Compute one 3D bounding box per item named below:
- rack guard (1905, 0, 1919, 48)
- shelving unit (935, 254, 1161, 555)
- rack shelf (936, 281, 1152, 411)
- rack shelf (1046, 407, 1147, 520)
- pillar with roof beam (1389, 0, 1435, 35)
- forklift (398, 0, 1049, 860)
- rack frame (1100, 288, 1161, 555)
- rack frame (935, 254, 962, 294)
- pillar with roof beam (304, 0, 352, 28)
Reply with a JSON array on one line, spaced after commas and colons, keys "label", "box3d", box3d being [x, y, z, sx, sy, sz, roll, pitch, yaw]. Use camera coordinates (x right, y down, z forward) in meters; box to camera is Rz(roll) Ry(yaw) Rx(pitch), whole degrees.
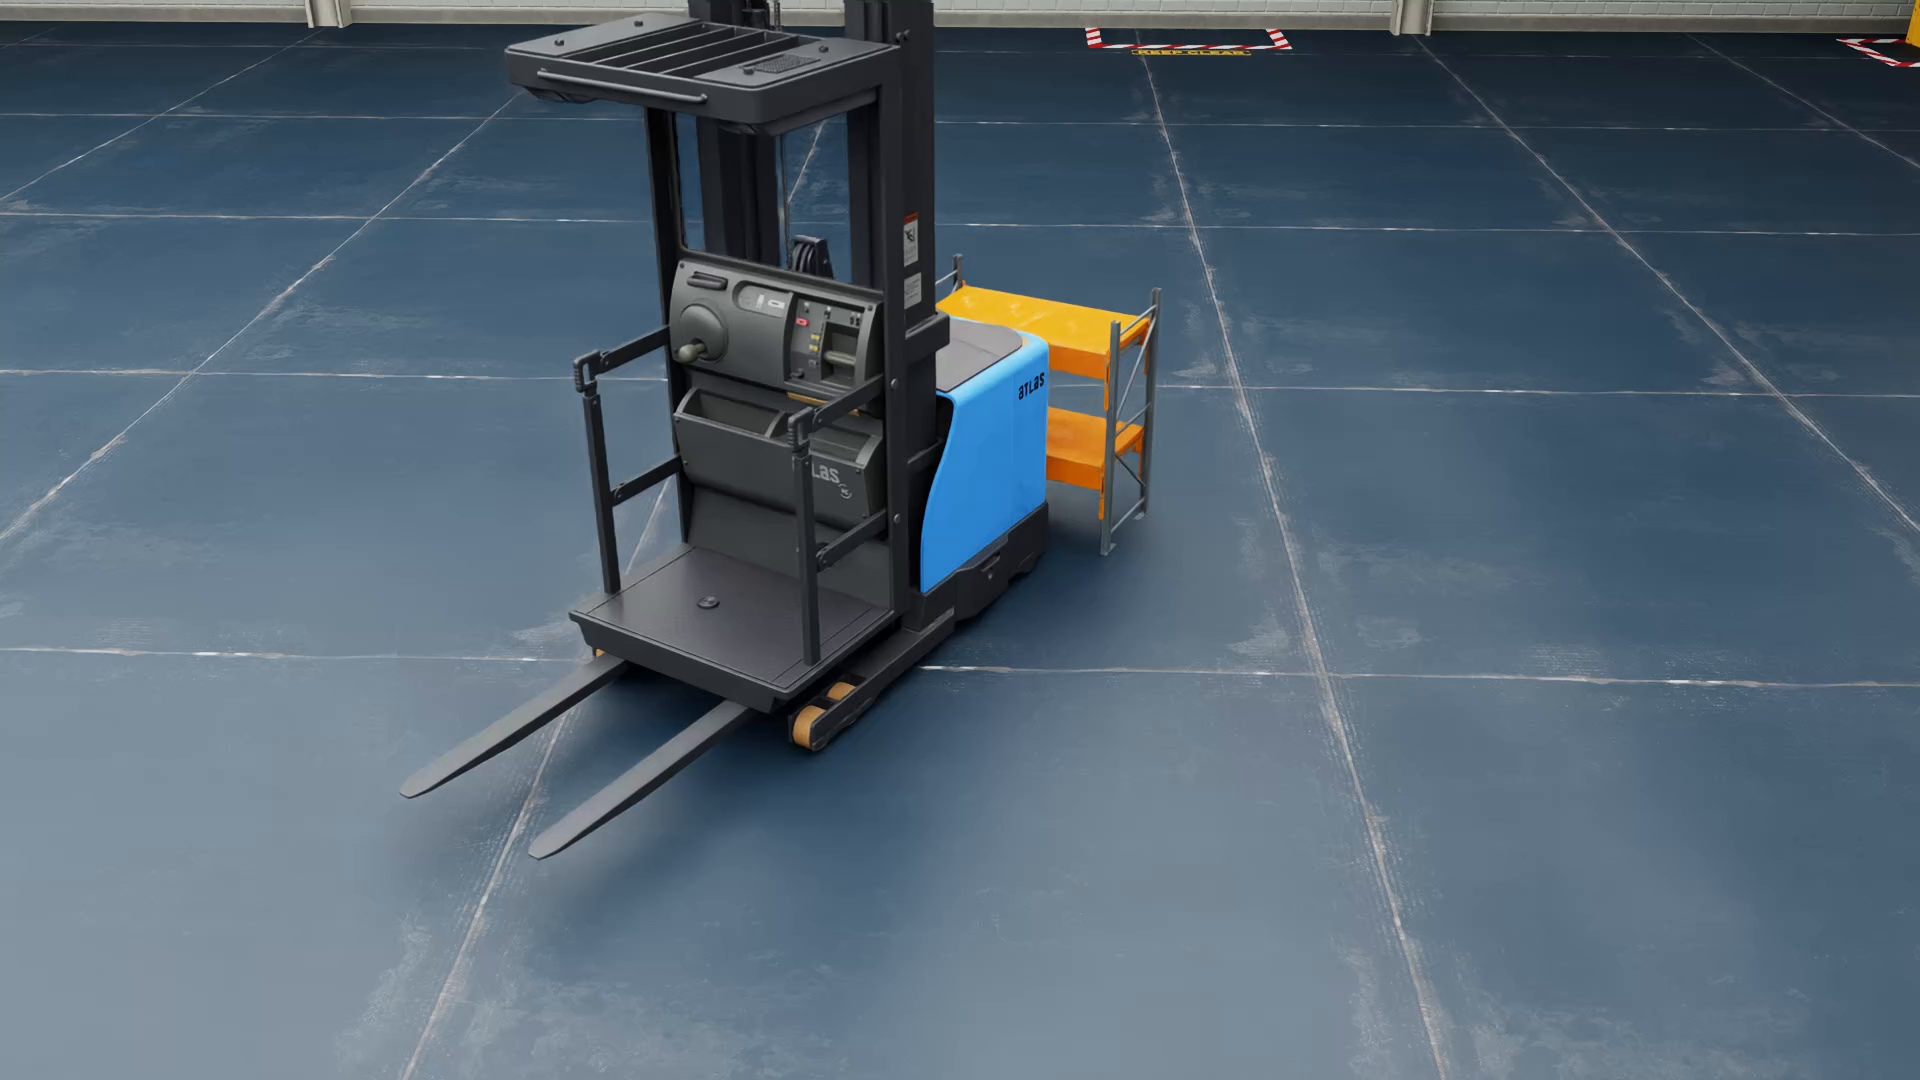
[{"label": "rack guard", "box3d": [10.282, -5.305, 17.223, 0.348, 0.500, 1.175, 1, 28, 2]}, {"label": "shelving unit", "box3d": [0.328, -0.647, 7.769, 1.048, 1.125, 0.538, 14, 31, 25]}, {"label": "rack shelf", "box3d": [0.328, -0.905, 7.632, 1.000, 0.278, 0.538, 14, 31, 25]}, {"label": "rack shelf", "box3d": [0.328, -0.431, 7.883, 1.000, 0.278, 0.538, 14, 31, 25]}, {"label": "pillar with roof beam", "box3d": [4.788, -7.539, 12.363, 0.400, 9.000, 9.100, 1, 28, 2]}, {"label": "forklift", "box3d": [-0.819, -0.755, 6.044, 1.130, 2.935, 3.031, 17, 32, 28]}, {"label": "rack frame", "box3d": [0.776, -0.534, 7.556, 0.032, 1.125, 0.500, 14, 31, 25]}, {"label": "rack frame", "box3d": [-0.119, -0.760, 7.982, 0.032, 1.125, 0.500, 14, 31, 25]}, {"label": "pillar with roof beam", "box3d": [-7.205, -7.737, 12.737, 0.400, 9.000, 9.100, 1, 28, 2]}]
